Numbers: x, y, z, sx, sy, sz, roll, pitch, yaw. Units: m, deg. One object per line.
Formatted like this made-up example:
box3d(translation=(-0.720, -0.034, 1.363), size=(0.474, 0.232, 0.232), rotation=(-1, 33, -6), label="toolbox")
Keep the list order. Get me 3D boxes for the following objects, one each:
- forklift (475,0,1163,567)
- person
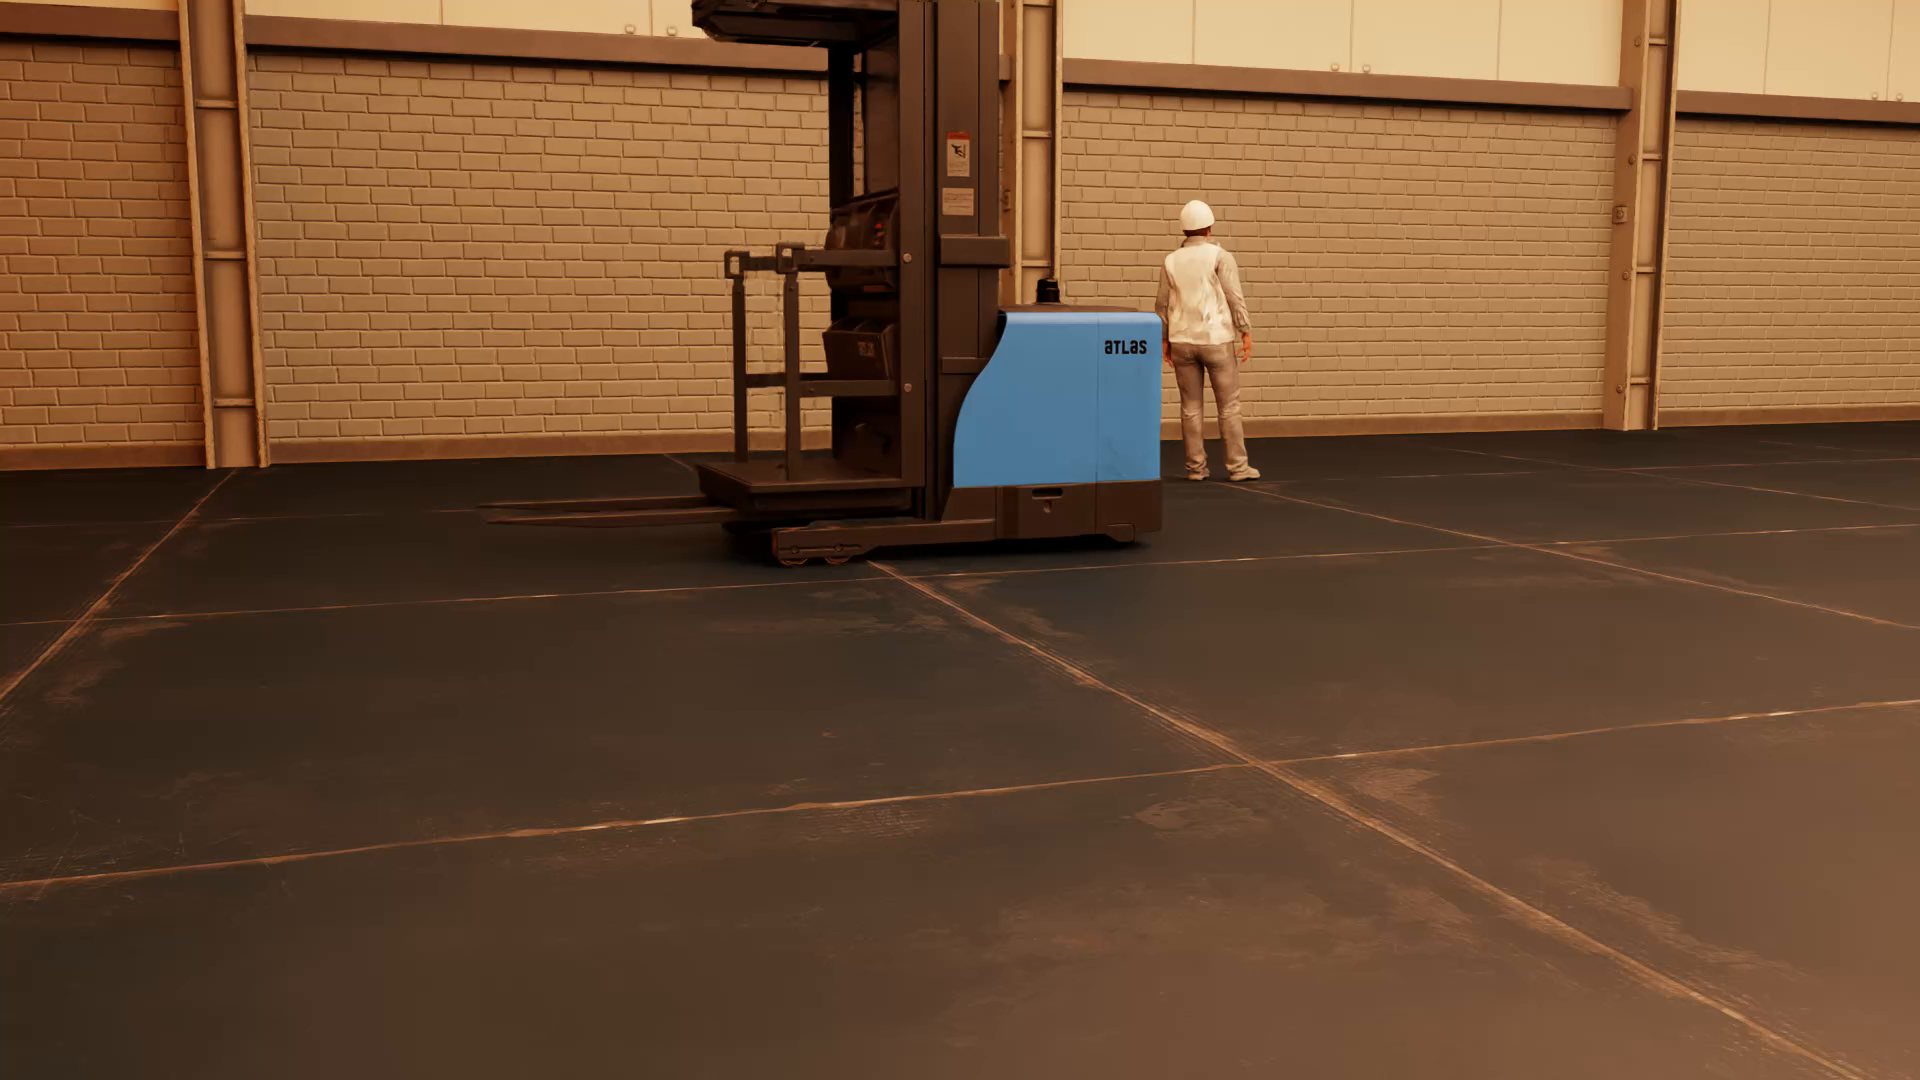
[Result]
box3d(translation=(-0.631, -1.418, 7.475), size=(3.031, 2.935, 1.130), rotation=(-3, 8, -20), label="forklift")
box3d(translation=(1.587, -1.274, 10.679), size=(0.622, 1.777, 0.554), rotation=(4, 9, 30), label="person")
